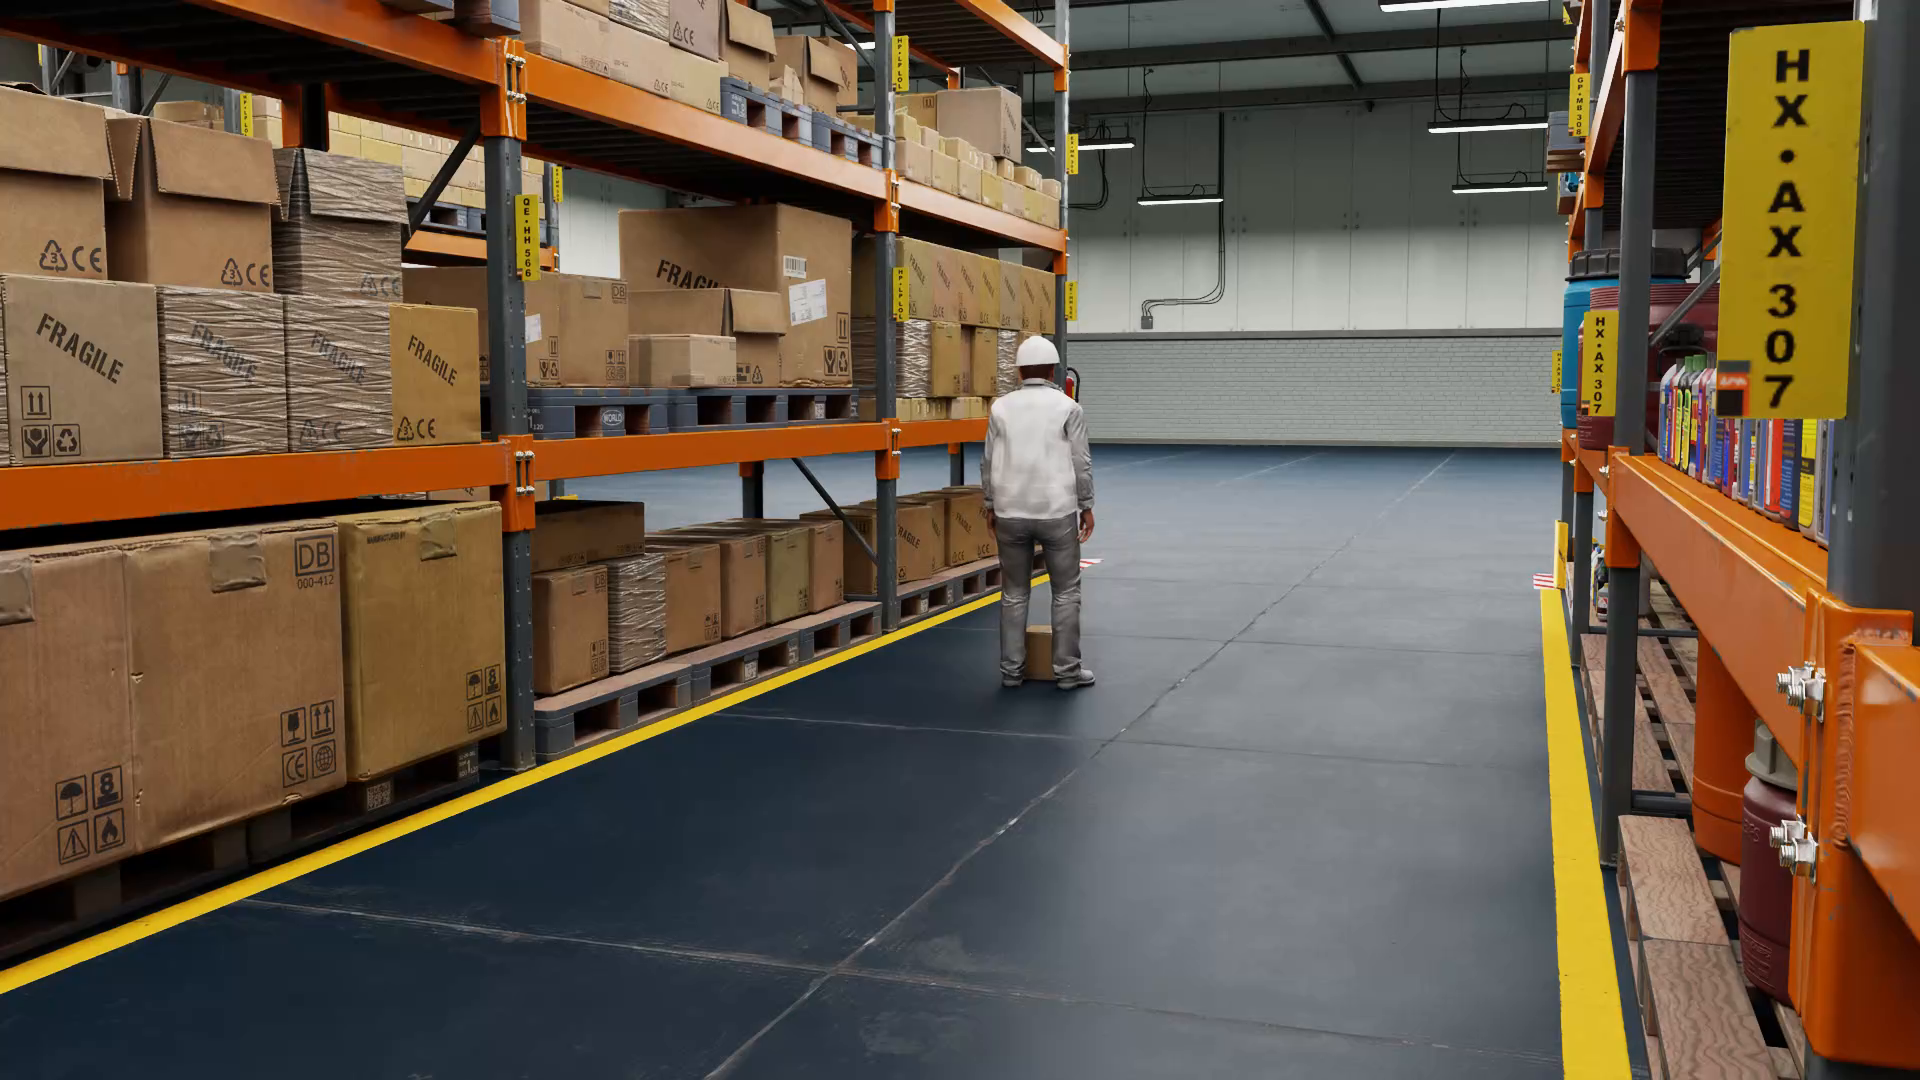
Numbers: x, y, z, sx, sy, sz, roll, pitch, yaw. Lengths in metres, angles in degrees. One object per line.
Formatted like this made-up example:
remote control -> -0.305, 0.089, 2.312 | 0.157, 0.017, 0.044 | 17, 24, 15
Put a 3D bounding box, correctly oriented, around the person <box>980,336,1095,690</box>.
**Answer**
person -> 0.394, -0.142, 8.416 | 0.579, 1.771, 0.462 | 2, 5, 17
